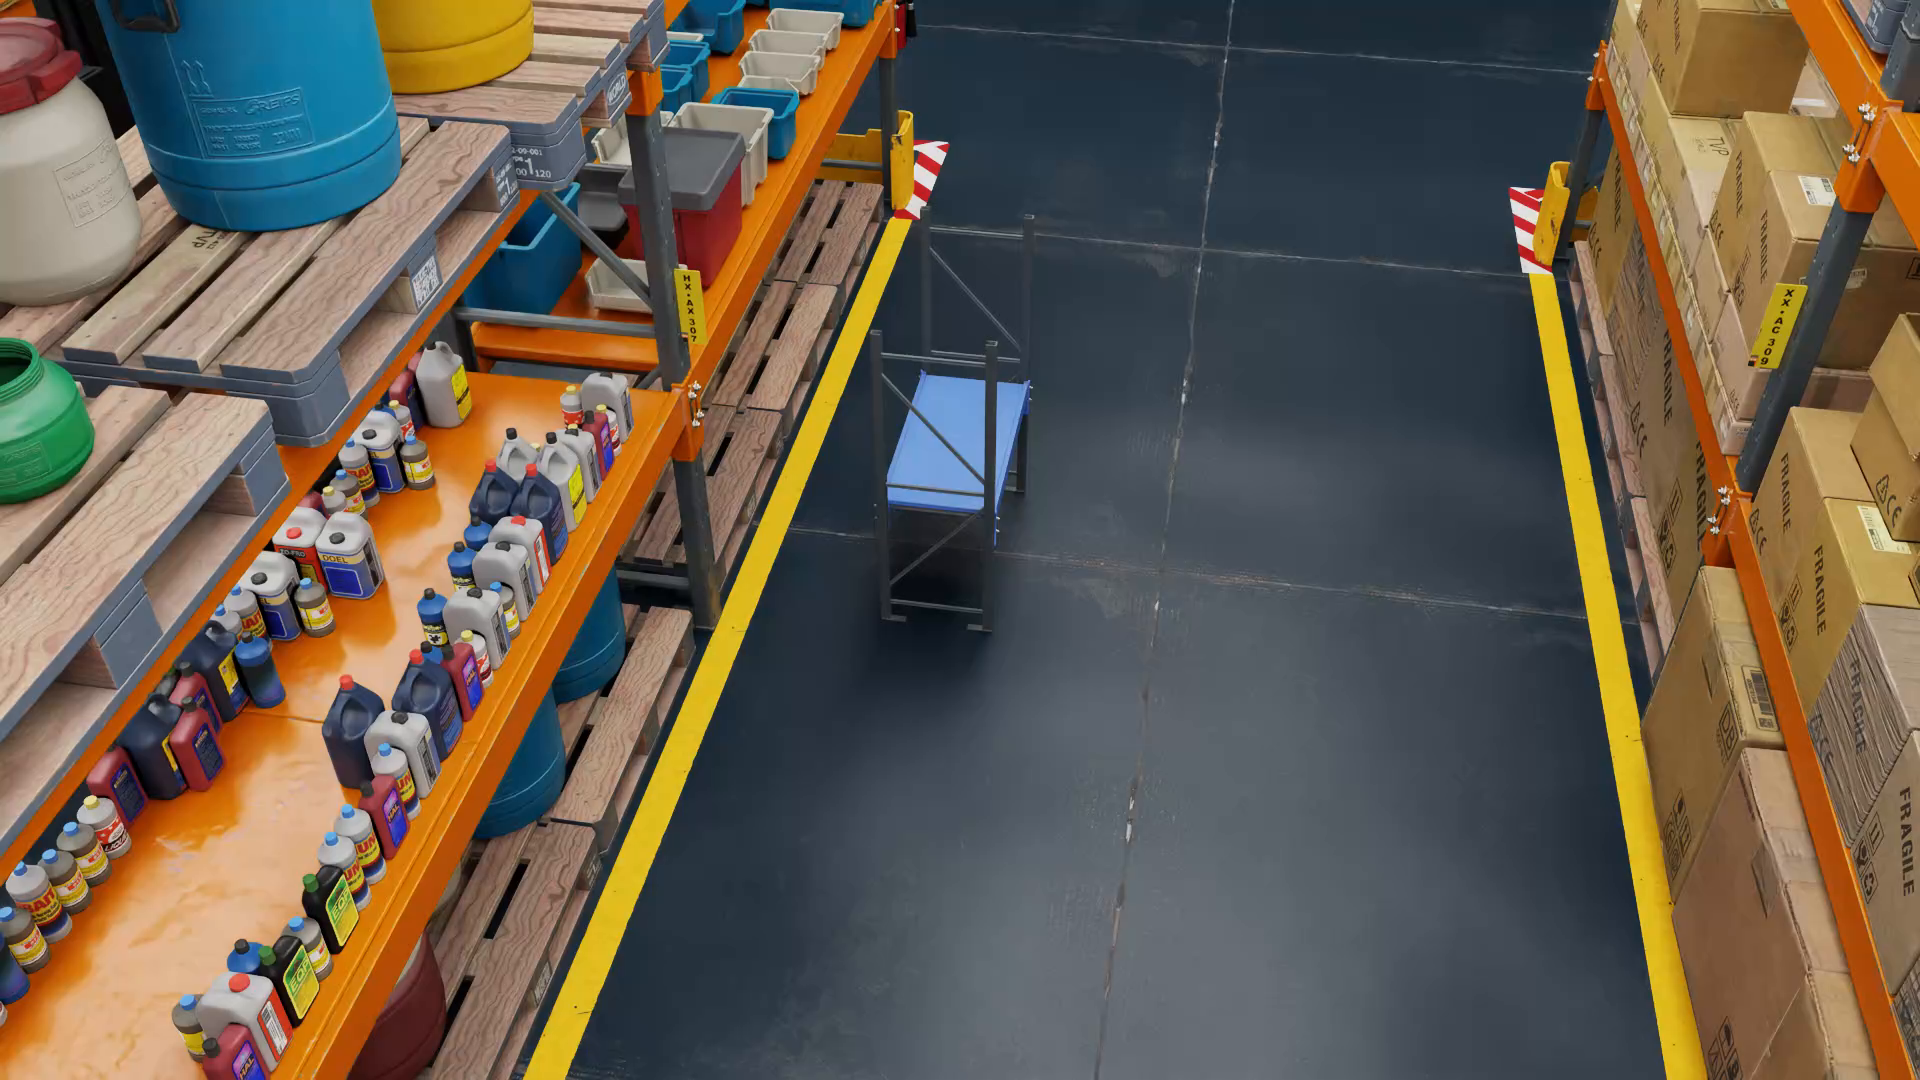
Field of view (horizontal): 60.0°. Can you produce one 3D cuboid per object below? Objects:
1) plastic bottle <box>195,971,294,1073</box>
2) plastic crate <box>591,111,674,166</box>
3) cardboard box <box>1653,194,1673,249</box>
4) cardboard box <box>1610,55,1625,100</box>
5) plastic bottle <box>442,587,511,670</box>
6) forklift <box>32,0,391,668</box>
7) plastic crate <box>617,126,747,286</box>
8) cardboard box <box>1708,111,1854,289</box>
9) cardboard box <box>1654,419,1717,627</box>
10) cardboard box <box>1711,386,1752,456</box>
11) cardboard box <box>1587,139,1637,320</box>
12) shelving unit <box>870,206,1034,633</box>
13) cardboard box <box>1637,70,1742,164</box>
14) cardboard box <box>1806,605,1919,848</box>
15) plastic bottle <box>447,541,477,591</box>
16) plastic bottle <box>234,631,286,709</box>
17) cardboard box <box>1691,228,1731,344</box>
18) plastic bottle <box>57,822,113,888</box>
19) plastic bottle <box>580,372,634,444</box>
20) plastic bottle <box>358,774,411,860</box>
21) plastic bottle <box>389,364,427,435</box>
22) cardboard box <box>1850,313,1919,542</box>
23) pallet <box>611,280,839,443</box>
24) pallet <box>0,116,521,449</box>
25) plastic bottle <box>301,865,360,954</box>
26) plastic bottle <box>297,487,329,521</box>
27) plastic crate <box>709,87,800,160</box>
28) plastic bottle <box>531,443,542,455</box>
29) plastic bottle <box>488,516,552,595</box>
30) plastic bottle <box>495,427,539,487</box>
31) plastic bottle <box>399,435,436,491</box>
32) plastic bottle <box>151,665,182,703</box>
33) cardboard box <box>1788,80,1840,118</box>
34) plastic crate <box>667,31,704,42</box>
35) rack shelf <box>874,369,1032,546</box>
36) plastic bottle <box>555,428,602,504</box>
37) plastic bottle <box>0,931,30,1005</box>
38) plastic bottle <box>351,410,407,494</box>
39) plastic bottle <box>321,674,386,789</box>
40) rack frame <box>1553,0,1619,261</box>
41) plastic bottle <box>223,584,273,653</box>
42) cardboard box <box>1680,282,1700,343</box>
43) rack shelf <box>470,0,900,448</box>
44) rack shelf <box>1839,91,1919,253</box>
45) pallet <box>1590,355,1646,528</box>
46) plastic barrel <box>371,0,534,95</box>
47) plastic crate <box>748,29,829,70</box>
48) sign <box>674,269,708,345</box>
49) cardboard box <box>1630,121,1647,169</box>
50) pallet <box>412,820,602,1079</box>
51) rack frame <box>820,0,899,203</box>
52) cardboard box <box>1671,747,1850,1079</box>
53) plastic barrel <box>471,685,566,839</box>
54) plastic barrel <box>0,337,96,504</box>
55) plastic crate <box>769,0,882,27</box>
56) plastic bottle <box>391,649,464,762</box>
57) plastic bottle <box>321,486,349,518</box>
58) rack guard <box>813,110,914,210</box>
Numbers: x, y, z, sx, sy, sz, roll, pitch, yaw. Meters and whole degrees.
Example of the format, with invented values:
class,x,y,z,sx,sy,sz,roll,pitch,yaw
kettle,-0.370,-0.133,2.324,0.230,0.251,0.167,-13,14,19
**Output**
class,x,y,z,sx,sy,sz,roll,pitch,yaw
plastic bottle,-1.787,1.189,4.152,0.152,0.276,0.135,6,40,8
plastic crate,-1.563,-1.891,7.939,0.293,0.136,0.466,6,40,8
cardboard box,3.307,-1.394,7.376,0.380,0.149,0.250,7,40,8
cardboard box,3.573,-2.363,8.548,0.380,0.149,0.250,6,40,7
plastic bottle,-1.532,0.263,5.272,0.152,0.276,0.135,6,40,8
forklift,-3.694,-0.827,6.547,1.130,2.935,3.031,11,41,13
plastic crate,-1.167,-1.424,7.117,0.402,0.464,0.583,6,40,8
cardboard box,3.217,-1.275,6.330,0.500,0.500,0.500,7,40,8
cardboard box,3.503,-0.045,6.886,0.875,0.875,0.875,6,40,8
cardboard box,3.040,-0.428,6.207,0.380,0.149,0.250,7,40,8
cardboard box,3.970,-1.740,8.935,0.875,0.875,0.875,6,40,8
shelving unit,-0.015,-0.524,7.304,0.538,1.500,1.048,6,40,8
cardboard box,3.479,-1.951,7.737,0.500,0.250,0.500,5,40,6
cardboard box,2.811,0.555,4.743,0.500,0.500,0.500,6,40,7
plastic bottle,-1.618,0.118,5.452,0.097,0.271,0.097,0,40,0
plastic bottle,-2.163,0.389,5.123,0.097,0.271,0.097,0,40,0
cardboard box,3.215,-0.985,6.568,0.500,0.250,0.500,8,40,9
plastic bottle,-2.432,0.861,4.607,0.097,0.201,0.097,0,40,0
plastic bottle,-1.318,-0.512,6.210,0.152,0.276,0.135,6,40,8
plastic bottle,-1.622,0.756,4.670,0.061,0.283,0.133,6,40,8
plastic bottle,-2.075,-0.531,6.227,0.061,0.283,0.133,6,40,8
cardboard box,3.207,-0.320,5.015,0.797,0.503,0.637,5,40,7
pallet,-1.271,-1.002,8.893,1.003,0.211,1.213,6,40,8
pallet,-1.801,-0.712,4.148,1.003,0.211,1.213,6,40,8
plastic bottle,-1.679,0.962,4.421,0.061,0.283,0.133,6,40,8
plastic bottle,-2.206,-0.058,5.654,0.061,0.283,0.133,6,40,8
plastic crate,-0.979,-1.995,7.990,0.416,0.233,0.300,6,40,8
plastic bottle,-1.508,-0.256,5.959,0.097,0.201,0.097,0,40,0
plastic bottle,-1.469,0.033,5.550,0.152,0.276,0.135,6,40,8
plastic bottle,-1.547,-0.227,5.806,0.144,0.351,0.185,6,40,8
plastic bottle,-1.961,-0.286,5.995,0.097,0.201,0.097,0,40,0
plastic bottle,-2.358,0.494,4.987,0.061,0.283,0.133,6,40,8
cardboard box,4.003,-1.893,7.667,0.500,0.250,0.500,5,40,6
plastic crate,-1.498,-2.538,8.723,0.250,0.136,0.298,6,40,8
rack shelf,-0.015,-0.386,7.419,0.538,0.185,1.000,6,40,8
plastic bottle,-1.381,-0.283,5.933,0.152,0.276,0.135,6,40,8
plastic bottle,-2.499,1.078,4.289,0.097,0.271,0.097,0,40,0
plastic bottle,-2.087,-0.317,5.974,0.152,0.276,0.135,6,40,8
plastic bottle,-1.769,0.548,4.869,0.144,0.351,0.185,6,40,8
rack frame,4.002,-2.807,8.888,1.000,3.000,0.127,6,40,8
plastic bottle,-2.271,0.251,5.290,0.097,0.271,0.097,0,40,0
cardboard box,3.173,-0.912,6.793,0.380,0.149,0.250,7,40,9
rack shelf,-1.222,-1.821,8.260,1.077,0.370,4.000,6,40,8
rack shelf,2.964,0.079,3.607,1.077,0.370,4.000,6,40,8
pallet,3.727,-0.459,8.236,1.003,0.211,1.213,6,40,8
plastic barrel,-1.526,-1.638,4.643,0.600,0.588,0.600,0,40,0
plastic crate,-0.903,-2.563,8.753,0.396,0.136,0.243,6,40,8
sign,-1.027,-0.888,6.350,0.100,0.325,0.005,6,40,8
cardboard box,3.440,-1.879,7.963,0.380,0.149,0.250,6,40,7
pallet,-1.952,1.479,5.892,1.003,0.211,1.213,6,40,8
rack frame,-0.876,-3.354,9.549,1.000,3.000,0.127,6,40,8
cardboard box,3.065,1.325,5.228,1.225,0.875,0.875,5,40,6
plastic barrel,-1.802,0.588,6.099,0.600,0.901,0.708,6,40,8
plastic barrel,-1.851,-0.231,3.210,0.294,0.245,0.294,0,40,0
plastic crate,-0.750,-3.160,9.239,0.616,0.435,0.499,6,40,8
plastic bottle,-1.596,0.480,4.951,0.144,0.351,0.185,6,40,8
plastic bottle,-2.168,-0.097,5.765,0.097,0.201,0.097,0,40,0
rack guard,-0.885,-2.407,10.365,1.175,0.500,0.348,6,40,8
